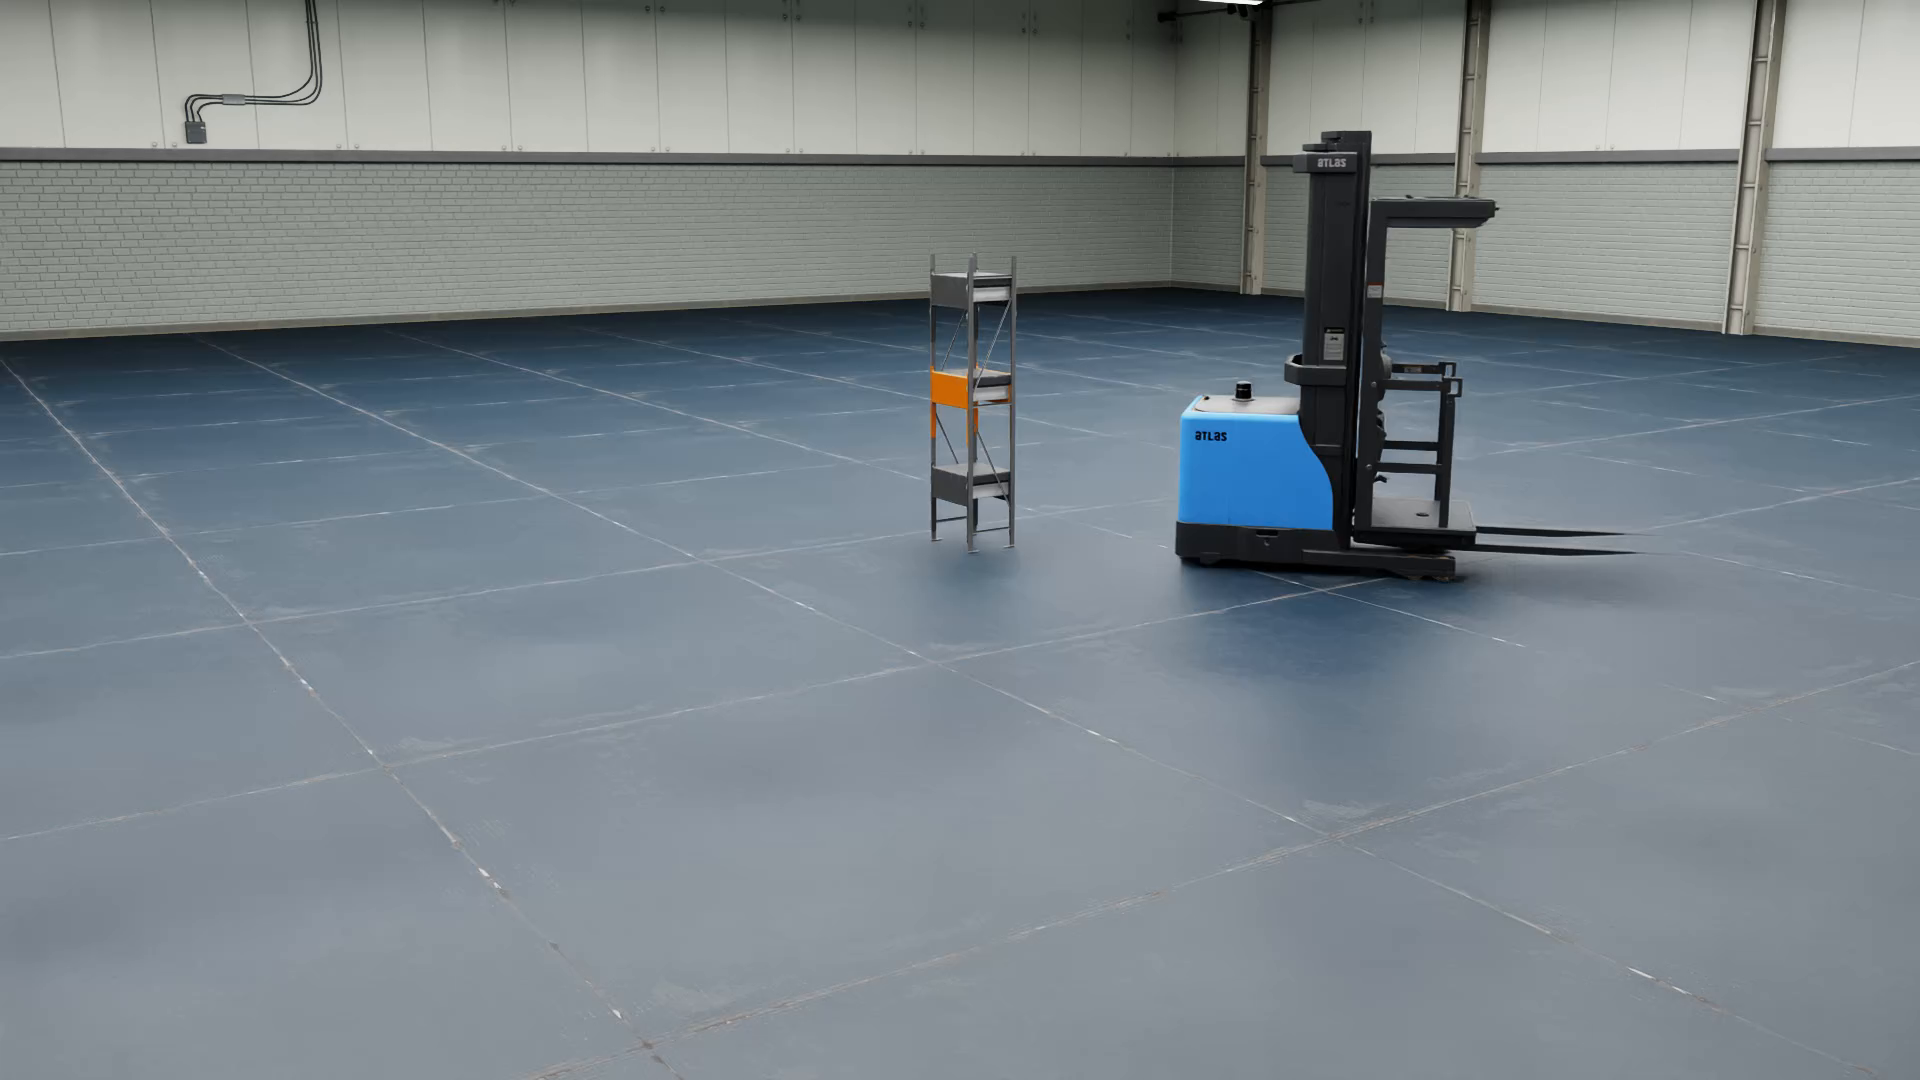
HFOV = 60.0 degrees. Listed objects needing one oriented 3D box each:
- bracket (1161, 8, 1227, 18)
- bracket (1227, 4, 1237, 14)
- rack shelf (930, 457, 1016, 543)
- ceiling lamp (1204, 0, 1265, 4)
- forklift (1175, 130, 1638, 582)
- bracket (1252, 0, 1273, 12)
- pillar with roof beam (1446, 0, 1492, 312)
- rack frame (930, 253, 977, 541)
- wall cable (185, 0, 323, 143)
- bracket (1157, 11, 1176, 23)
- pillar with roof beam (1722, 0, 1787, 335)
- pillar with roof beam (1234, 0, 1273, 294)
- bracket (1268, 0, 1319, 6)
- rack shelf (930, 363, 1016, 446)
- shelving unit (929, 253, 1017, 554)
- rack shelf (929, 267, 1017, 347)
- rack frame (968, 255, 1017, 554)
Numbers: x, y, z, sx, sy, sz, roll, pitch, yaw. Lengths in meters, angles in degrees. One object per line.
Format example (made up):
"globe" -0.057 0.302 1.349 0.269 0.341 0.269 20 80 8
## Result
"bracket" 5.191 -12.178 38.562 0.076 0.066 3.189 -8 15 -33
"bracket" 6.176 -11.862 37.115 0.235 0.232 0.430 -8 15 -33
"rack shelf" 0.092 -0.299 12.155 0.431 0.518 0.480 -8 15 -33
"ceiling lamp" 4.713 -11.649 30.903 2.000 3.185 0.800 -8 15 -33
"forklift" 3.074 -1.279 11.351 3.031 2.935 1.130 3 13 14
"bracket" 6.636 -11.714 36.440 0.235 0.232 0.430 -8 15 -33
"pillar with roof beam" 6.442 -8.495 30.145 9.100 9.000 0.400 -8 15 -33
"rack frame" -0.043 -1.040 12.201 0.400 2.100 0.015 -8 15 -33
"wall cable" -12.141 -9.806 28.179 2.305 6.003 0.169 -8 15 -33
"bracket" 4.863 -12.284 39.043 0.235 0.232 0.430 -8 15 -33
"pillar with roof beam" 9.767 -7.428 25.265 9.100 9.000 0.400 -8 15 -33
"pillar with roof beam" 3.118 -9.562 35.024 9.100 9.000 0.548 -8 15 -33
"bracket" 8.064 -11.256 34.345 0.076 0.066 4.783 -8 15 -33
"rack shelf" 0.092 -0.983 12.006 0.431 0.518 0.480 -8 15 -33
"shelving unit" 0.092 -0.996 12.003 0.431 2.100 0.503 -8 15 -33
"rack shelf" 0.092 -1.667 11.856 0.431 0.518 0.480 -8 15 -33
"rack frame" 0.227 -0.953 11.804 0.400 2.100 0.015 -8 15 -33
